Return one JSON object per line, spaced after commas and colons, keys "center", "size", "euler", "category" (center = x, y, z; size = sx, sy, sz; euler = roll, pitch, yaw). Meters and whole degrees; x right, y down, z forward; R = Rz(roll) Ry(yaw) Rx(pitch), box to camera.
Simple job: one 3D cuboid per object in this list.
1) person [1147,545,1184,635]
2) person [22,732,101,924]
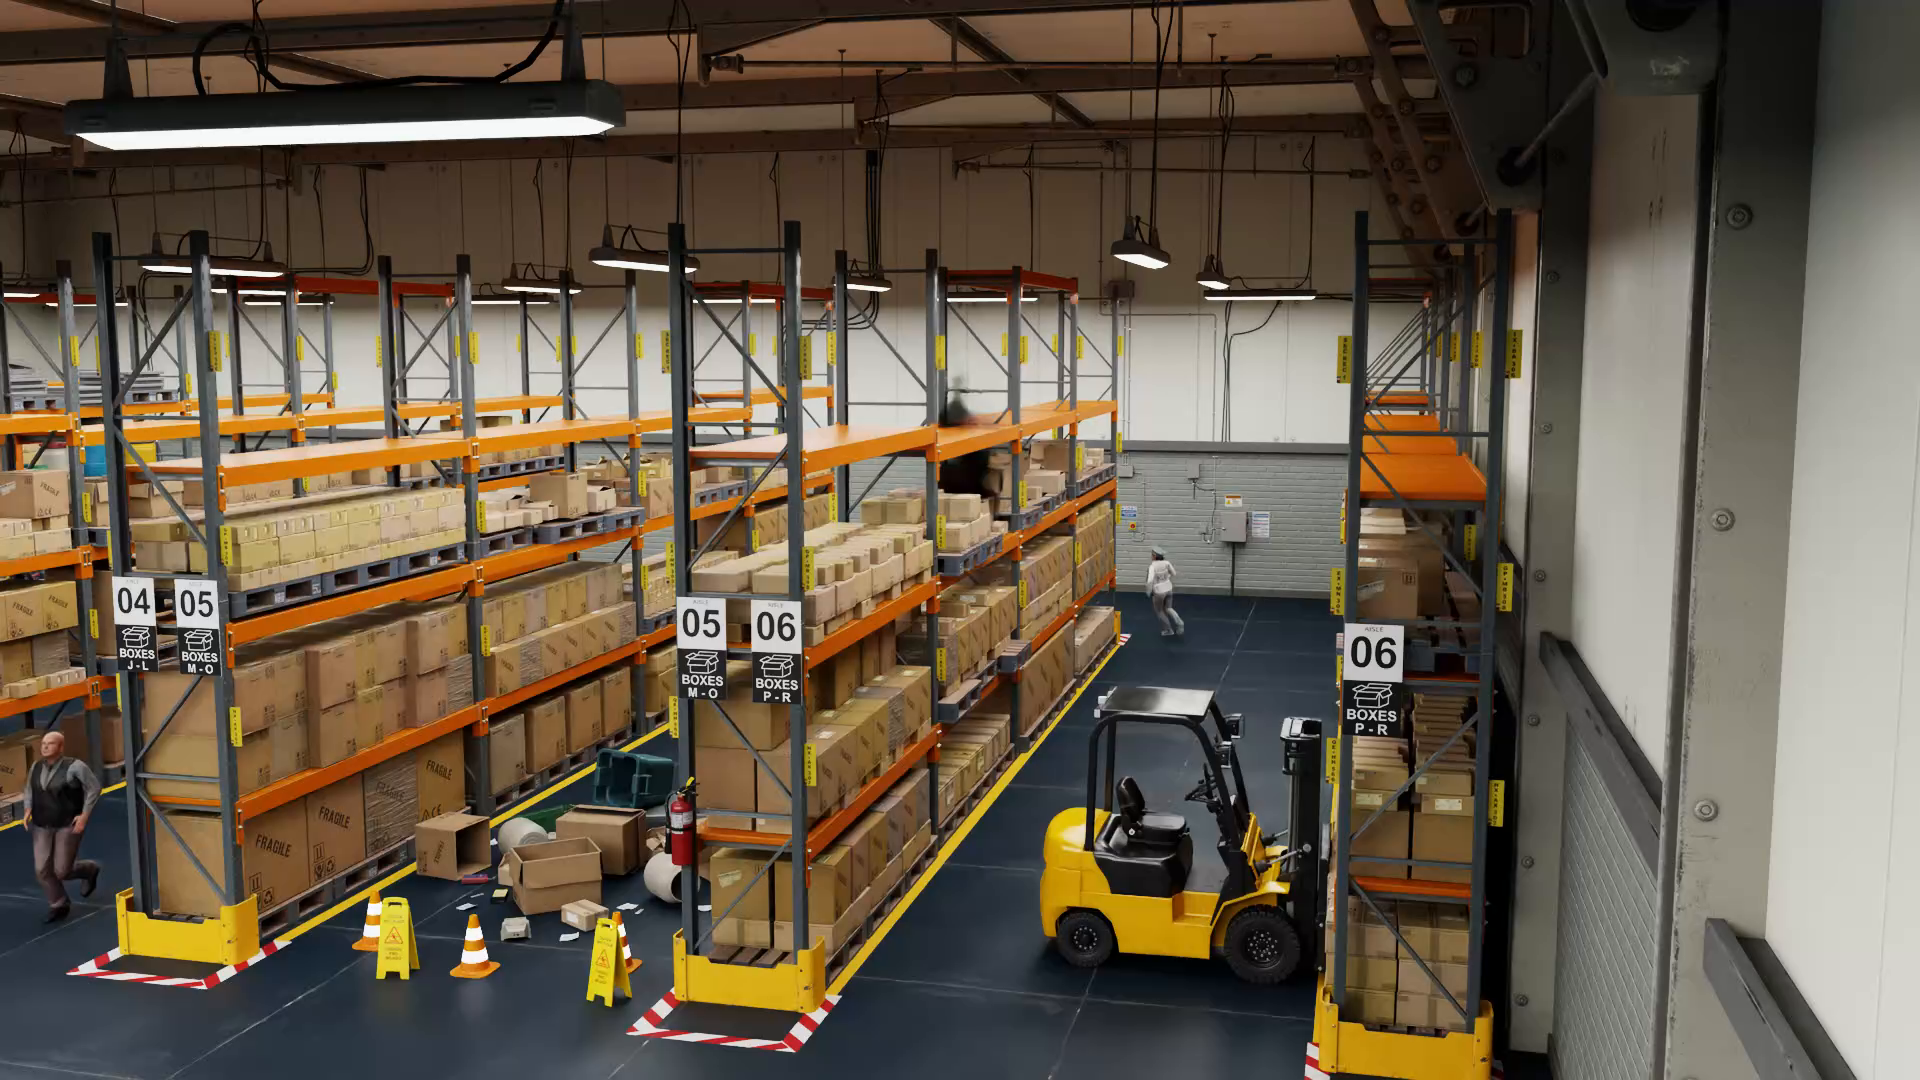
{"center": [3.453, 0.896, 28.607], "size": [0.692, 1.615, 0.628], "euler": [-4, 8, -30], "category": "person"}
{"center": [-8.033, 2.534, 14.908], "size": [0.692, 1.690, 0.611], "euler": [0, 7, 3], "category": "person"}
